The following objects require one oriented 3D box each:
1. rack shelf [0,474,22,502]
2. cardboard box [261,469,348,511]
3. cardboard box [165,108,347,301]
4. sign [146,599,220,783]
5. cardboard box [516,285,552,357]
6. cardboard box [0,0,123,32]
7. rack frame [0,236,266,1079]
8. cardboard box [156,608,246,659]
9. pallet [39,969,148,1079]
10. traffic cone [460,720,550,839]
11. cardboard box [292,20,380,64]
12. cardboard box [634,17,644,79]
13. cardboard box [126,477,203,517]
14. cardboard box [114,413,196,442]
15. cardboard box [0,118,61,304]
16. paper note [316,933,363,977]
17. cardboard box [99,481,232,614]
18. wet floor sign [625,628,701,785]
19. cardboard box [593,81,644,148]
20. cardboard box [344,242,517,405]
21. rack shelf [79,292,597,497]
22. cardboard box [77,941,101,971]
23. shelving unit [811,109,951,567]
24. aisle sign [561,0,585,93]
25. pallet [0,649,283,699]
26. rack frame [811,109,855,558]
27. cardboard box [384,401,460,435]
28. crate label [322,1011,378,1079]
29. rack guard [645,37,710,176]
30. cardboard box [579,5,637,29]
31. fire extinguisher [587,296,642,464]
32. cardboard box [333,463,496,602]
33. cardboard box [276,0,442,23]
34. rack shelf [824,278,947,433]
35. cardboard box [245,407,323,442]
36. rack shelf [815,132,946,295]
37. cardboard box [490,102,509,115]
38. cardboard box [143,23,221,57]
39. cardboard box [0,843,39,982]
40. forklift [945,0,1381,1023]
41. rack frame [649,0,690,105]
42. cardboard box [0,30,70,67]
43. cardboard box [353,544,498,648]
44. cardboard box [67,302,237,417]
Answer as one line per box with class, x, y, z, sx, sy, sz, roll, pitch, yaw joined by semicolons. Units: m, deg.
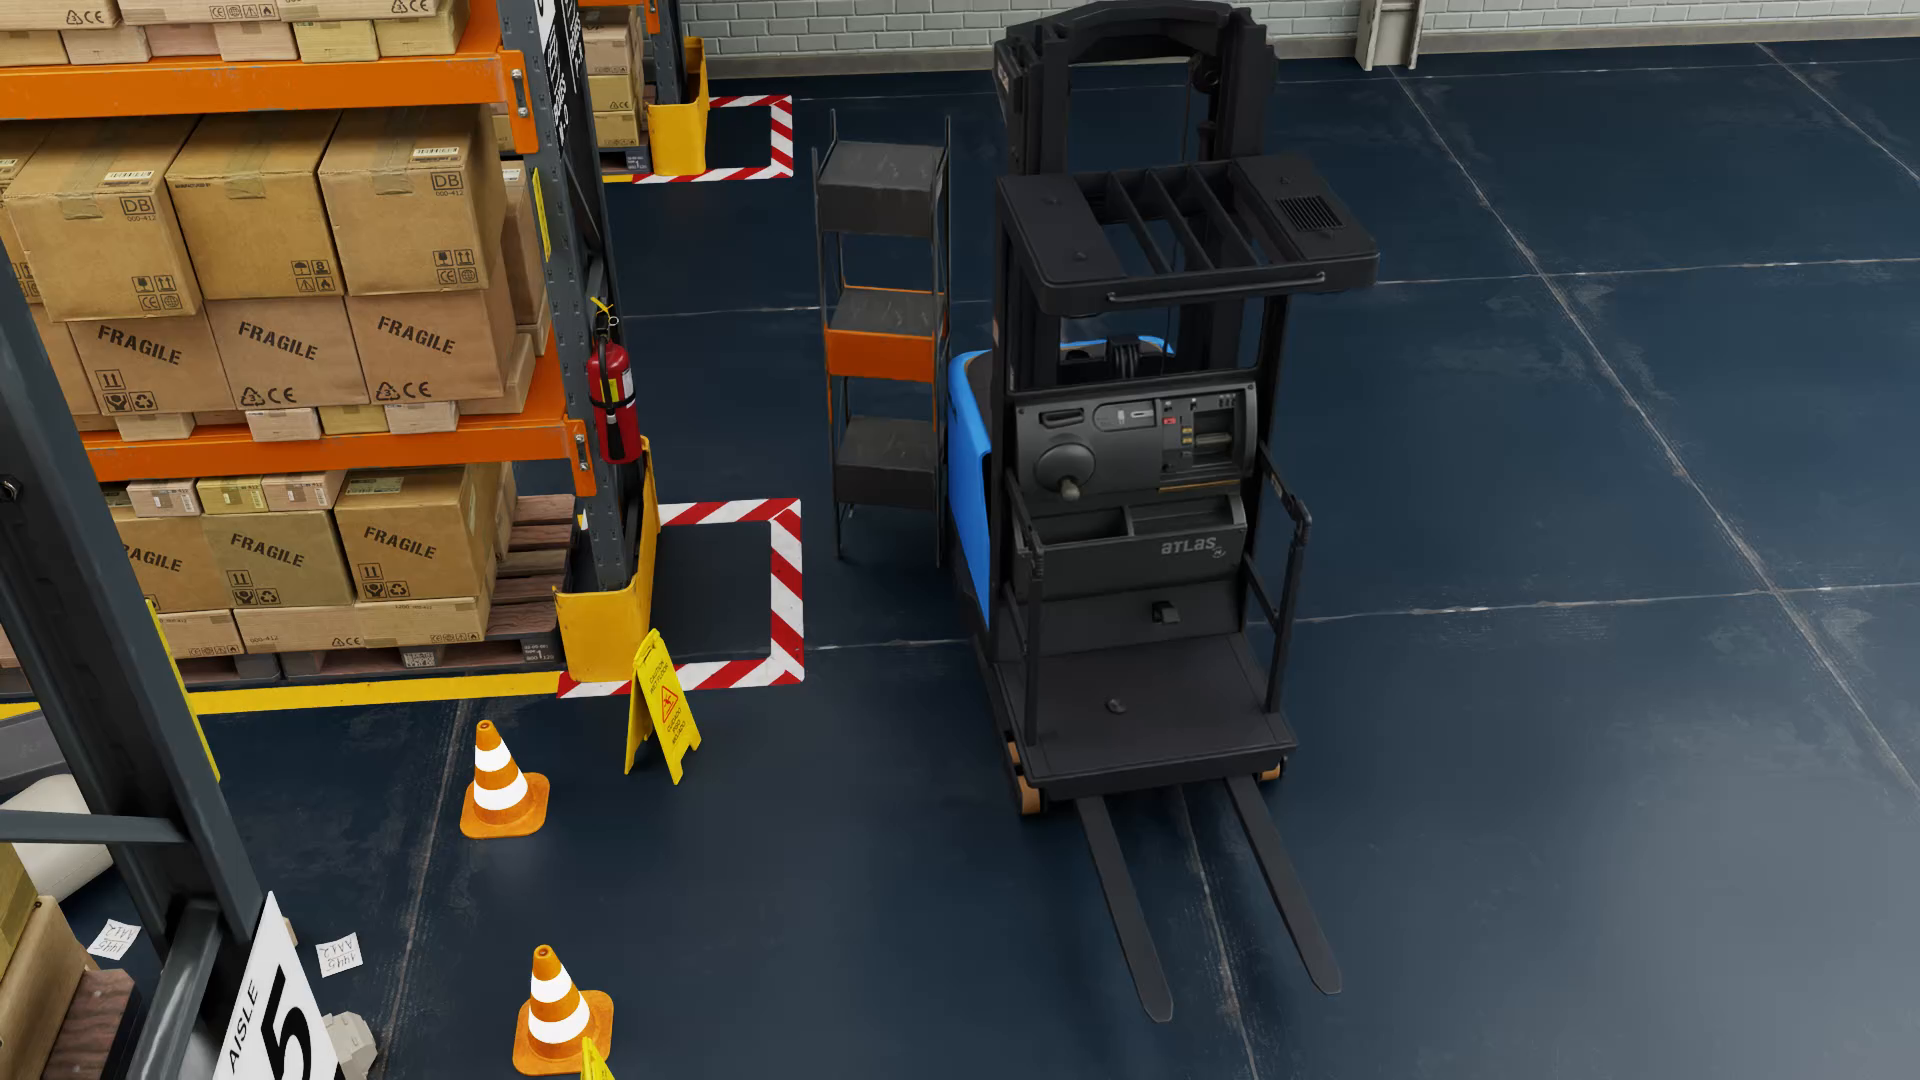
rack shelf;-2.972;0.320;1.305;4.000;0.370;1.077;-3;38;-4
cardboard box;-2.654;-0.290;6.770;0.250;0.149;0.380;-2;38;-3
cardboard box;-2.513;-1.285;6.151;0.500;0.500;0.700;-3;38;-4
sign;-1.023;0.232;2.166;0.005;0.325;0.100;-3;38;-4
cardboard box;-1.876;-0.933;7.035;0.250;0.149;0.380;-3;38;-4
cardboard box;-3.022;-1.905;5.524;0.500;0.250;0.500;-2;38;-3
rack frame;-0.980;-0.229;1.097;0.127;3.000;1.000;-3;38;-4
cardboard box;-3.338;0.258;7.204;0.500;0.250;0.500;-4;38;-6
pallet;-1.718;1.031;1.994;1.213;0.211;1.003;-3;38;-4
traffic cone;-1.833;0.893;6.567;0.334;0.463;0.336;-3;38;-4
cardboard box;-2.095;-1.775;5.682;0.250;0.149;0.380;-3;38;-4
cardboard box;-2.449;-3.369;11.397;0.500;0.250;0.500;-2;38;-3
cardboard box;-3.167;-0.265;6.738;0.250;0.149;0.380;-2;38;-2
cardboard box;-3.141;-0.558;6.560;0.250;0.149;0.380;-4;38;-4
cardboard box;-3.521;-1.252;6.109;0.500;0.500;0.700;-3;38;-4
paper note;-2.284;1.523;6.117;0.142;0.019;0.148;-16;41;-19
cardboard box;-3.317;-0.043;6.981;0.500;0.500;0.500;-4;38;-5
wet floor sign;-1.235;0.652;6.725;0.232;0.644;0.267;9;39;12
cardboard box;-2.403;-2.849;11.142;0.500;0.250;0.500;-3;38;-4
cardboard box;-2.035;-0.879;6.443;0.500;0.500;0.500;-4;38;-5
rack shelf;-3.511;-0.530;6.903;4.000;0.370;1.077;-3;38;-4
cardboard box;-3.044;1.716;5.491;0.797;0.503;0.637;32;48;34
shelving unit;-0.318;-0.840;7.441;0.503;2.100;0.431;5;39;6
aisle sign;-1.485;-2.138;6.261;0.004;0.787;0.394;-3;38;-4
pallet;-3.620;0.264;7.567;1.213;0.211;1.003;-3;38;-4
rack frame;-0.559;-0.861;7.468;0.015;2.100;0.400;5;39;6
cardboard box;-2.115;-0.589;6.600;0.250;0.149;0.380;-4;38;-5
crate label;-2.174;1.769;5.720;0.298;0.136;0.250;-24;44;-27
rack guard;-1.939;-3.005;11.477;0.348;0.500;1.175;-3;38;-4
cardboard box;-2.458;-3.553;11.227;0.500;0.250;0.500;-4;38;-5
fire extinguisher;-1.364;-0.614;6.491;0.183;0.674;0.296;-3;38;-4
cardboard box;-2.294;-0.097;7.049;0.500;0.500;0.500;-3;38;-4
cardboard box;-2.005;-1.964;5.598;0.500;0.250;0.500;-4;38;-5
rack shelf;-0.318;-0.829;7.449;0.480;0.518;0.431;5;39;6
cardboard box;-2.626;-0.555;6.557;0.250;0.149;0.380;-3;38;-3
rack shelf;-0.318;-1.378;7.016;0.480;0.518;0.431;5;39;6
cardboard box;-2.920;-3.026;10.963;0.500;0.250;0.500;-3;38;-4
cardboard box;-2.621;-1.809;5.724;0.250;0.149;0.380;-3;38;-4
cardboard box;-1.483;0.555;1.987;0.500;0.250;0.500;-3;38;-4
forklift;0.707;-0.299;6.085;1.130;2.935;3.031;-7;39;-8
rack frame;-1.963;-3.985;10.701;0.127;3.000;1.000;-3;38;-4
cardboard box;-3.128;-1.756;5.657;0.250;0.149;0.380;-4;38;-5
cardboard box;-2.324;0.204;7.273;0.500;0.250;0.500;-3;38;-4
cardboard box;-3.033;-0.829;6.380;0.500;0.500;0.500;-3;38;-4
